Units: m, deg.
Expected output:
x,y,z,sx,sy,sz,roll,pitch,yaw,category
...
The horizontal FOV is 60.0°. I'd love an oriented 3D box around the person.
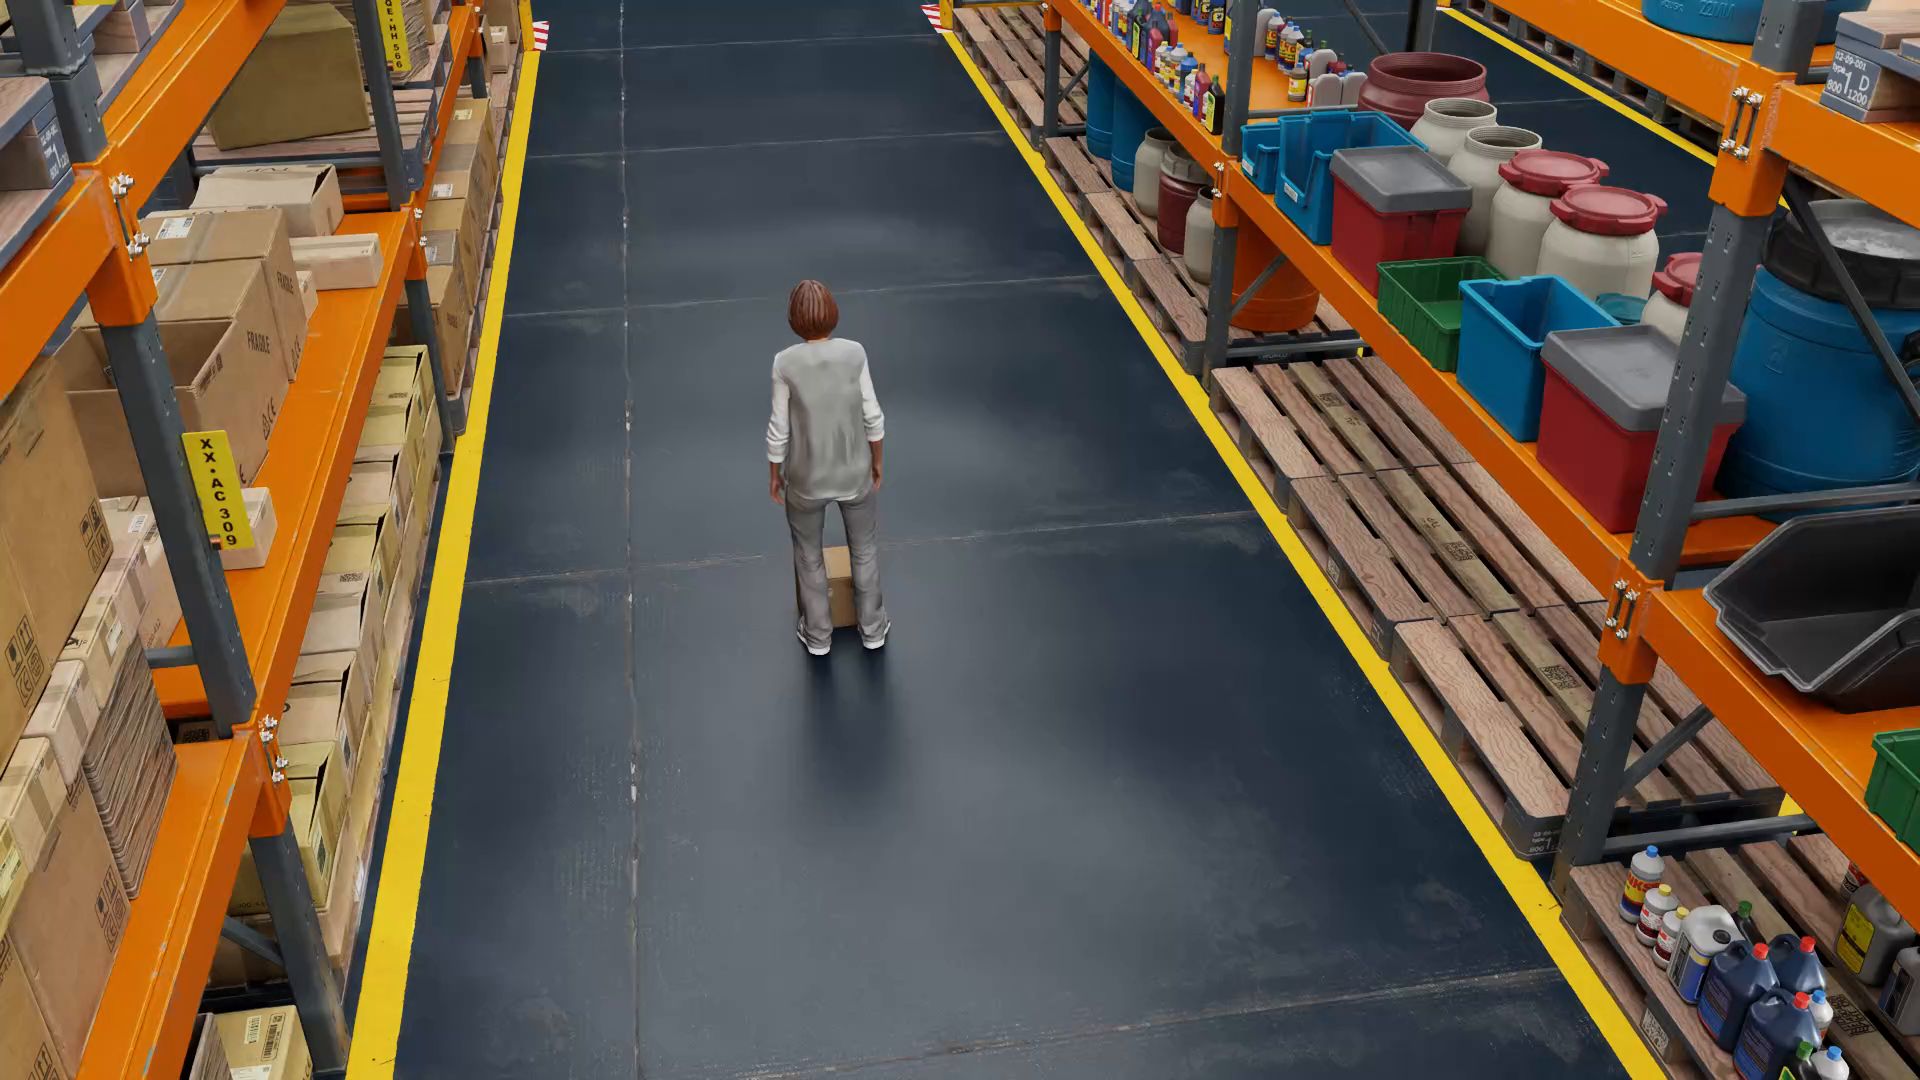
x,y,z,sx,sy,sz,roll,pitch,yaw,category
-0.517,-0.251,6.559,0.484,1.593,0.346,-7,32,-12,person
